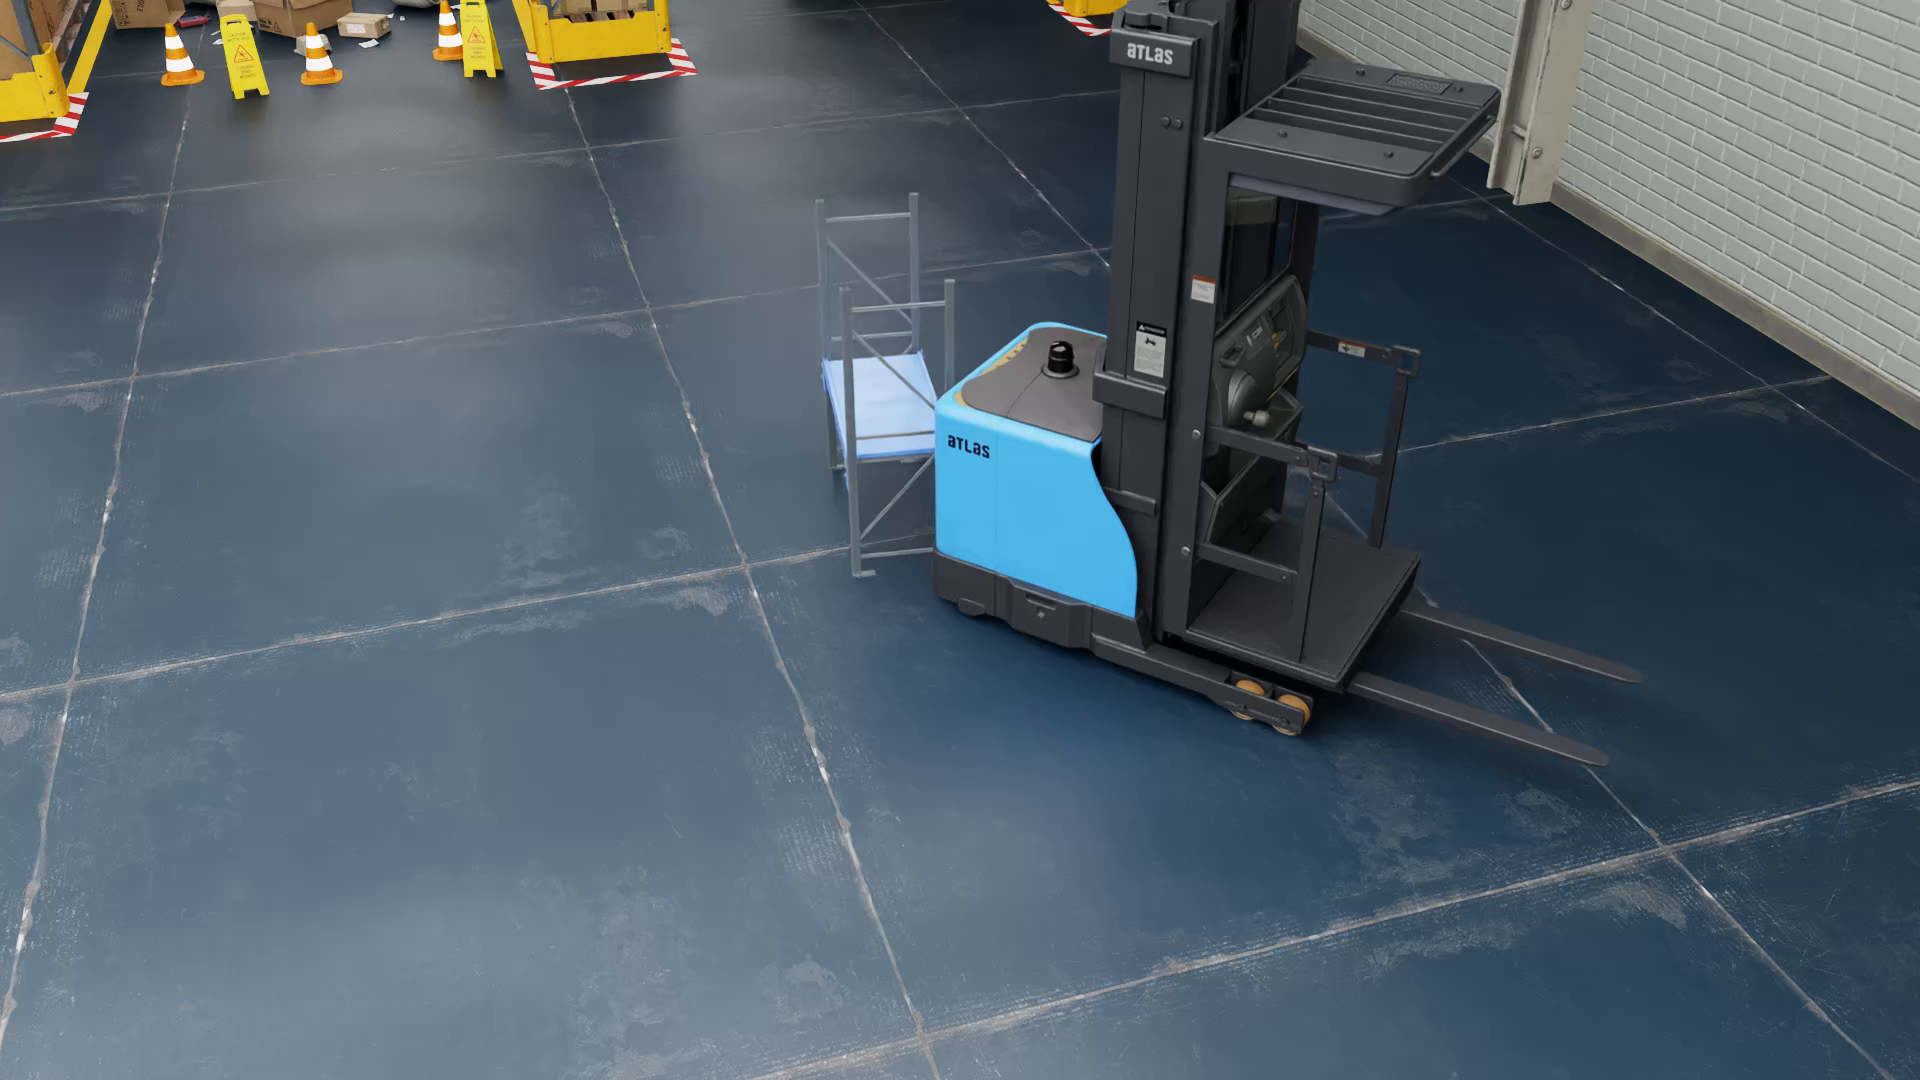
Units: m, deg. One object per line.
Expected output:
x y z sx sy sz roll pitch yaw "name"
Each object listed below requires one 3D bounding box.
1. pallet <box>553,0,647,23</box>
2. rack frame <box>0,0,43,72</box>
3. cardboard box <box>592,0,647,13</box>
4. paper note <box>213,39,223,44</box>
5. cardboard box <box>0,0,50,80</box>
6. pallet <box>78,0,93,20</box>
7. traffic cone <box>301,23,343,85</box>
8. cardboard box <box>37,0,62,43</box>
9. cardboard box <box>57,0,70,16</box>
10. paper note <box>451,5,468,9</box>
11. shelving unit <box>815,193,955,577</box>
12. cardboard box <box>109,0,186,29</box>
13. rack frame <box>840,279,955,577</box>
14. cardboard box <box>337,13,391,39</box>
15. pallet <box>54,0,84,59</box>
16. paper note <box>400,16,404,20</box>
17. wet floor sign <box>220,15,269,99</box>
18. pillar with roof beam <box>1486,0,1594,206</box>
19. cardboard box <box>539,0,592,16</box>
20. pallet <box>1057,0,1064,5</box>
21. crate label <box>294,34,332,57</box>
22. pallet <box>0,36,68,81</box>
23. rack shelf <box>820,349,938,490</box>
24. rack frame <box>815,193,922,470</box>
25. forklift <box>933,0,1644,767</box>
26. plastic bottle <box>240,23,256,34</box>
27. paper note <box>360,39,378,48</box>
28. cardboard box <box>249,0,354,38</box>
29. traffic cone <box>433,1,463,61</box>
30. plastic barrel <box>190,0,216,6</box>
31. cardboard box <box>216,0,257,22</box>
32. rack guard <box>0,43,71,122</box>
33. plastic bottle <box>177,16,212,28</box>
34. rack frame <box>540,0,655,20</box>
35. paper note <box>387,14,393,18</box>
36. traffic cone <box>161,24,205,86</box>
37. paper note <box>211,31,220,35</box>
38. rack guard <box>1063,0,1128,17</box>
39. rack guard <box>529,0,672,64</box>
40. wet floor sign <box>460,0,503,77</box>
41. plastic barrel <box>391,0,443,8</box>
-3.384 -4.871 15.430 1.003 0.211 1.213 -10 35 -15 "pallet"
-7.830 -4.677 12.607 1.000 3.000 0.127 -10 35 -15 "rack frame"
-3.130 -5.060 15.300 0.500 0.250 0.500 -10 35 -15 "cardboard box"
-6.679 -4.524 15.071 0.144 0.017 0.142 1 33 2 "paper note"
-8.100 -4.311 13.599 0.875 0.875 0.875 -10 35 -14 "cardboard box"
-8.893 -5.201 15.930 1.003 0.211 1.213 -10 35 -15 "pallet"
-5.460 -4.148 14.107 0.336 0.463 0.334 -10 35 -15 "traffic cone"
-8.371 -4.772 14.297 0.875 0.875 0.875 -11 35 -15 "cardboard box"
-8.647 -5.251 15.022 0.875 0.875 0.875 -10 35 -14 "cardboard box"
-4.811 -5.136 15.995 0.142 0.019 0.148 -23 40 -31 "paper note"
-0.360 -0.756 8.033 0.538 1.500 1.048 -6 34 -8 "shelving unit"
-7.600 -5.093 15.501 0.500 0.500 0.500 -4 34 -6 "cardboard box"
-0.271 -0.480 7.615 0.500 1.500 0.032 -6 34 -8 "rack frame"
-5.470 -4.721 15.260 0.380 0.149 0.250 7 34 10 "cardboard box"
-8.517 -4.559 14.959 1.003 0.211 1.213 -10 35 -15 "pallet"
-5.266 -4.925 15.694 0.032 0.001 0.123 -10 35 -15 "paper note"
-5.936 -4.012 13.737 0.267 0.644 0.232 -16 37 -23 "wet floor sign"
-0.045 -5.545 8.479 9.100 9.000 0.400 -10 35 -15 "pillar with roof beam"
-3.657 -4.982 15.182 0.500 0.250 0.500 -10 35 -15 "cardboard box"
1.306 -5.630 16.579 1.003 0.211 1.213 -10 35 -15 "pallet"
-5.759 -4.414 14.806 0.298 0.136 0.250 27 42 34 "crate label"
-8.149 -3.920 13.991 1.003 0.211 1.213 -10 35 -15 "pallet"
-0.360 -0.605 8.132 0.538 0.185 1.000 -6 34 -8 "rack shelf"
-0.449 -1.031 8.450 0.500 1.500 0.032 -6 34 -8 "rack frame"
1.403 -0.738 6.708 3.031 2.935 1.130 18 38 25 "forklift"
-6.617 -4.727 15.348 0.133 0.061 0.283 -23 40 -31 "plastic bottle"
-5.331 -4.485 15.010 0.148 0.019 0.142 -23 40 -31 "paper note"
-6.094 -5.017 15.386 0.637 0.503 0.797 19 38 26 "cardboard box"
-4.507 -4.513 14.660 0.336 0.463 0.334 -10 35 -15 "traffic cone"
-7.244 -5.364 15.984 0.512 0.421 0.421 13 36 18 "plastic barrel"
-6.772 -5.044 15.642 0.396 0.266 0.258 -4 34 -6 "cardboard box"
-7.823 -3.621 13.277 1.175 0.500 0.348 -10 35 -15 "rack guard"
-7.146 -4.845 15.527 0.283 0.061 0.133 -23 40 -31 "plastic bottle"
-3.147 -5.562 13.947 1.000 3.000 0.127 -10 35 -15 "rack frame"
-5.447 -4.952 15.726 0.148 0.019 0.142 1 33 2 "paper note"
-6.640 -4.136 14.090 0.336 0.463 0.334 -10 35 -15 "traffic cone"
-6.849 -4.669 15.306 0.032 0.001 0.123 7 34 10 "paper note"
1.586 -5.344 15.883 1.175 0.500 0.348 -10 35 -15 "rack guard"
-3.170 -4.559 14.696 1.175 0.500 0.348 -10 35 -15 "rack guard"
-4.108 -4.300 14.173 0.267 0.644 0.232 1 33 2 "wet floor sign"
-5.219 -5.317 15.913 0.512 0.421 0.421 13 36 18 "plastic barrel"
